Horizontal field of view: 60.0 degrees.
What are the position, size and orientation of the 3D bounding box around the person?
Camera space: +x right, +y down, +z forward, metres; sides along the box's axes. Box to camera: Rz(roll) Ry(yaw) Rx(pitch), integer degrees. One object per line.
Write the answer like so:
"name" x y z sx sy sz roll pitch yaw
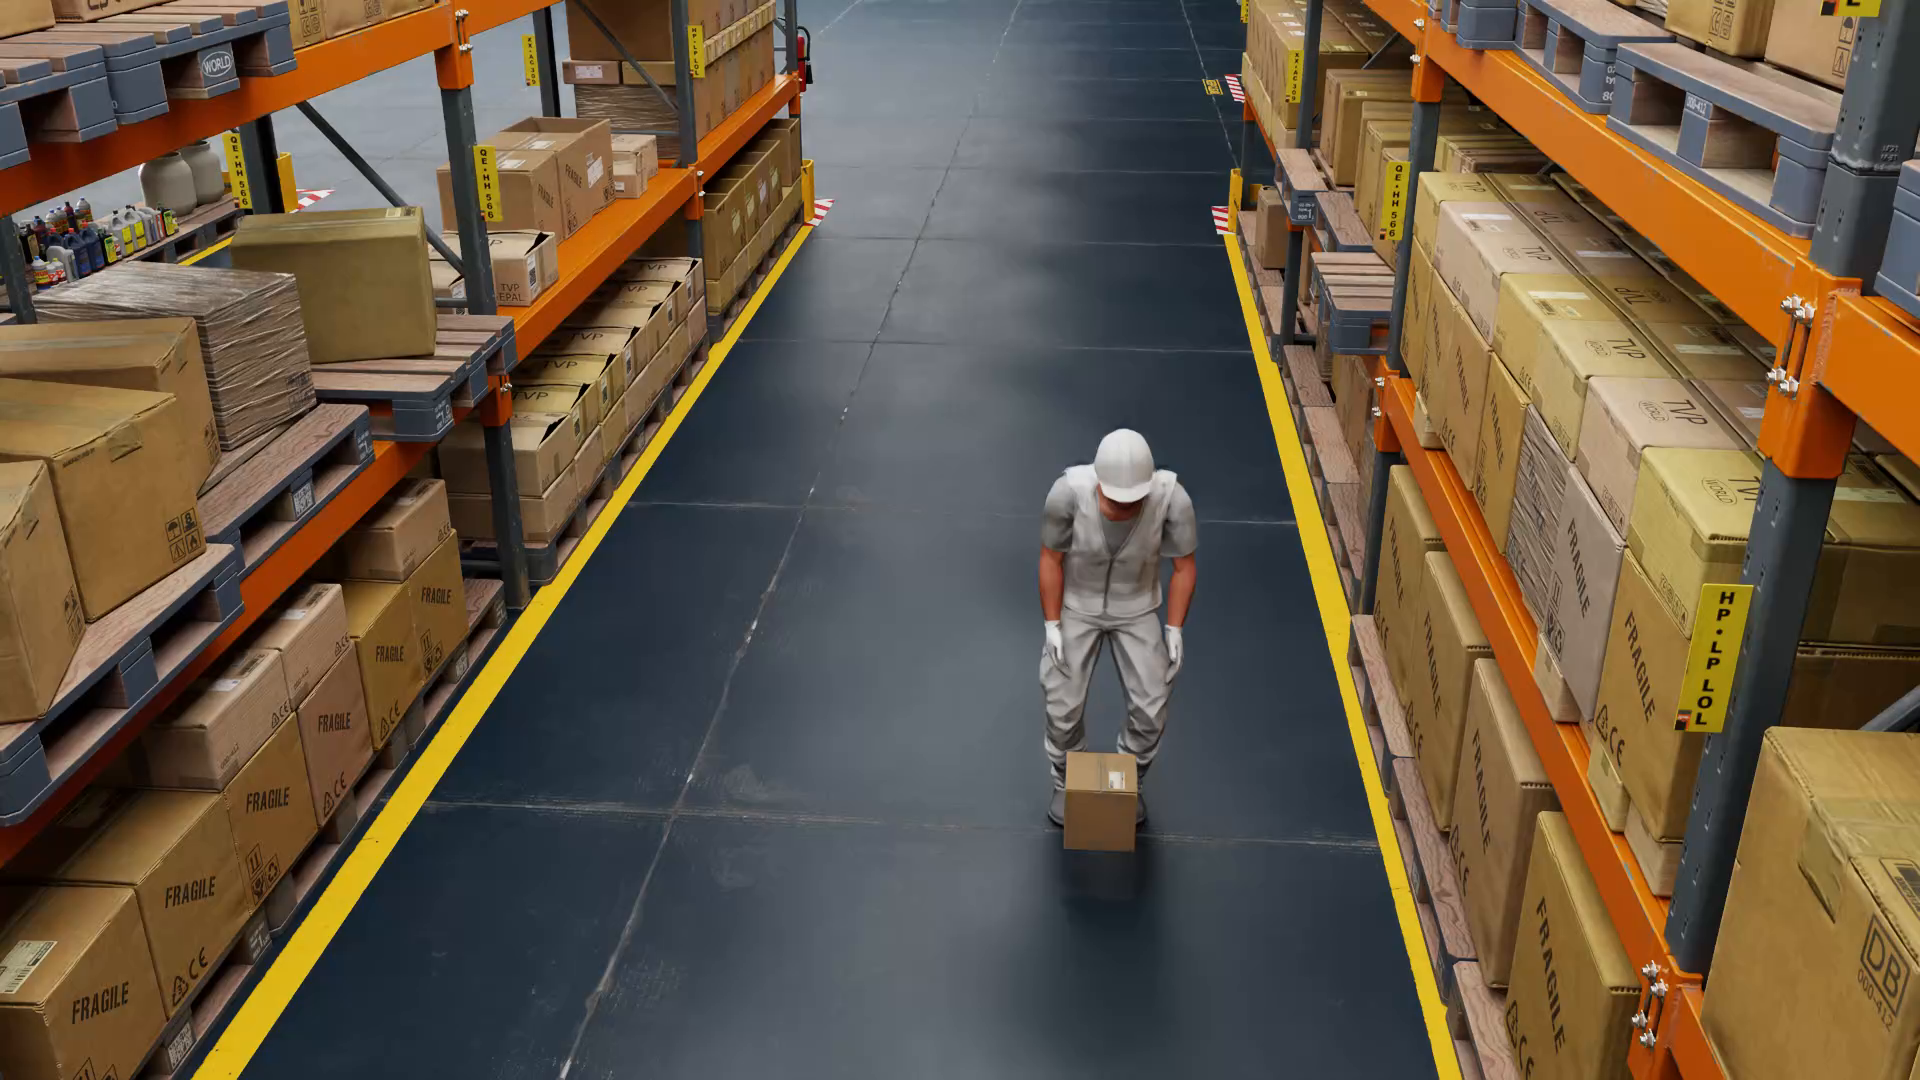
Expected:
"person" 0.569 0.306 6.096 0.568 1.627 0.602 2 24 5
